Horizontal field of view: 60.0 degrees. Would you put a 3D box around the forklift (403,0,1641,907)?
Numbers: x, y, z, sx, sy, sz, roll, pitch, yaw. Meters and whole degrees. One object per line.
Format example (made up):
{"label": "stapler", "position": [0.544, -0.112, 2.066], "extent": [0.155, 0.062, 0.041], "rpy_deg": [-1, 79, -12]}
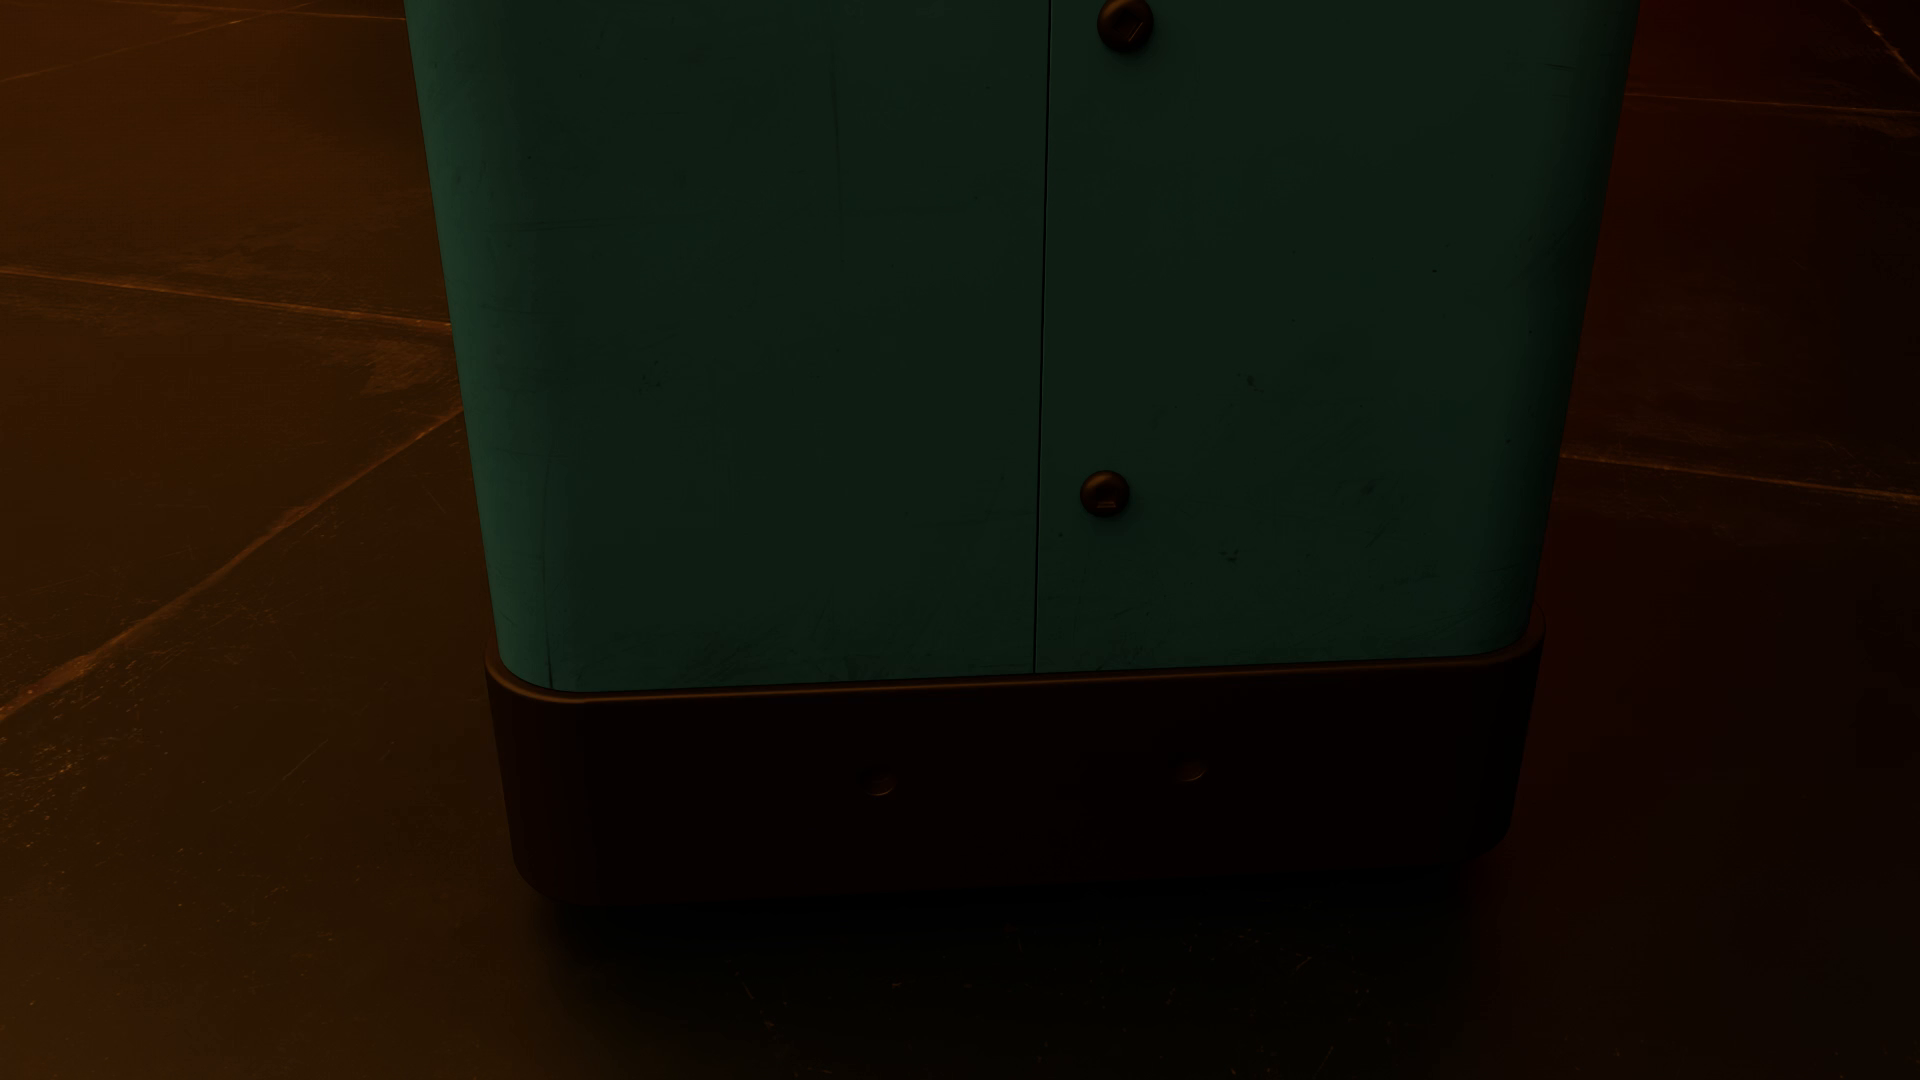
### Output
{"label": "forklift", "position": [-0.048, -1.581, 2.374], "extent": [1.130, 2.935, 3.031], "rpy_deg": [-2, 27, -4]}
